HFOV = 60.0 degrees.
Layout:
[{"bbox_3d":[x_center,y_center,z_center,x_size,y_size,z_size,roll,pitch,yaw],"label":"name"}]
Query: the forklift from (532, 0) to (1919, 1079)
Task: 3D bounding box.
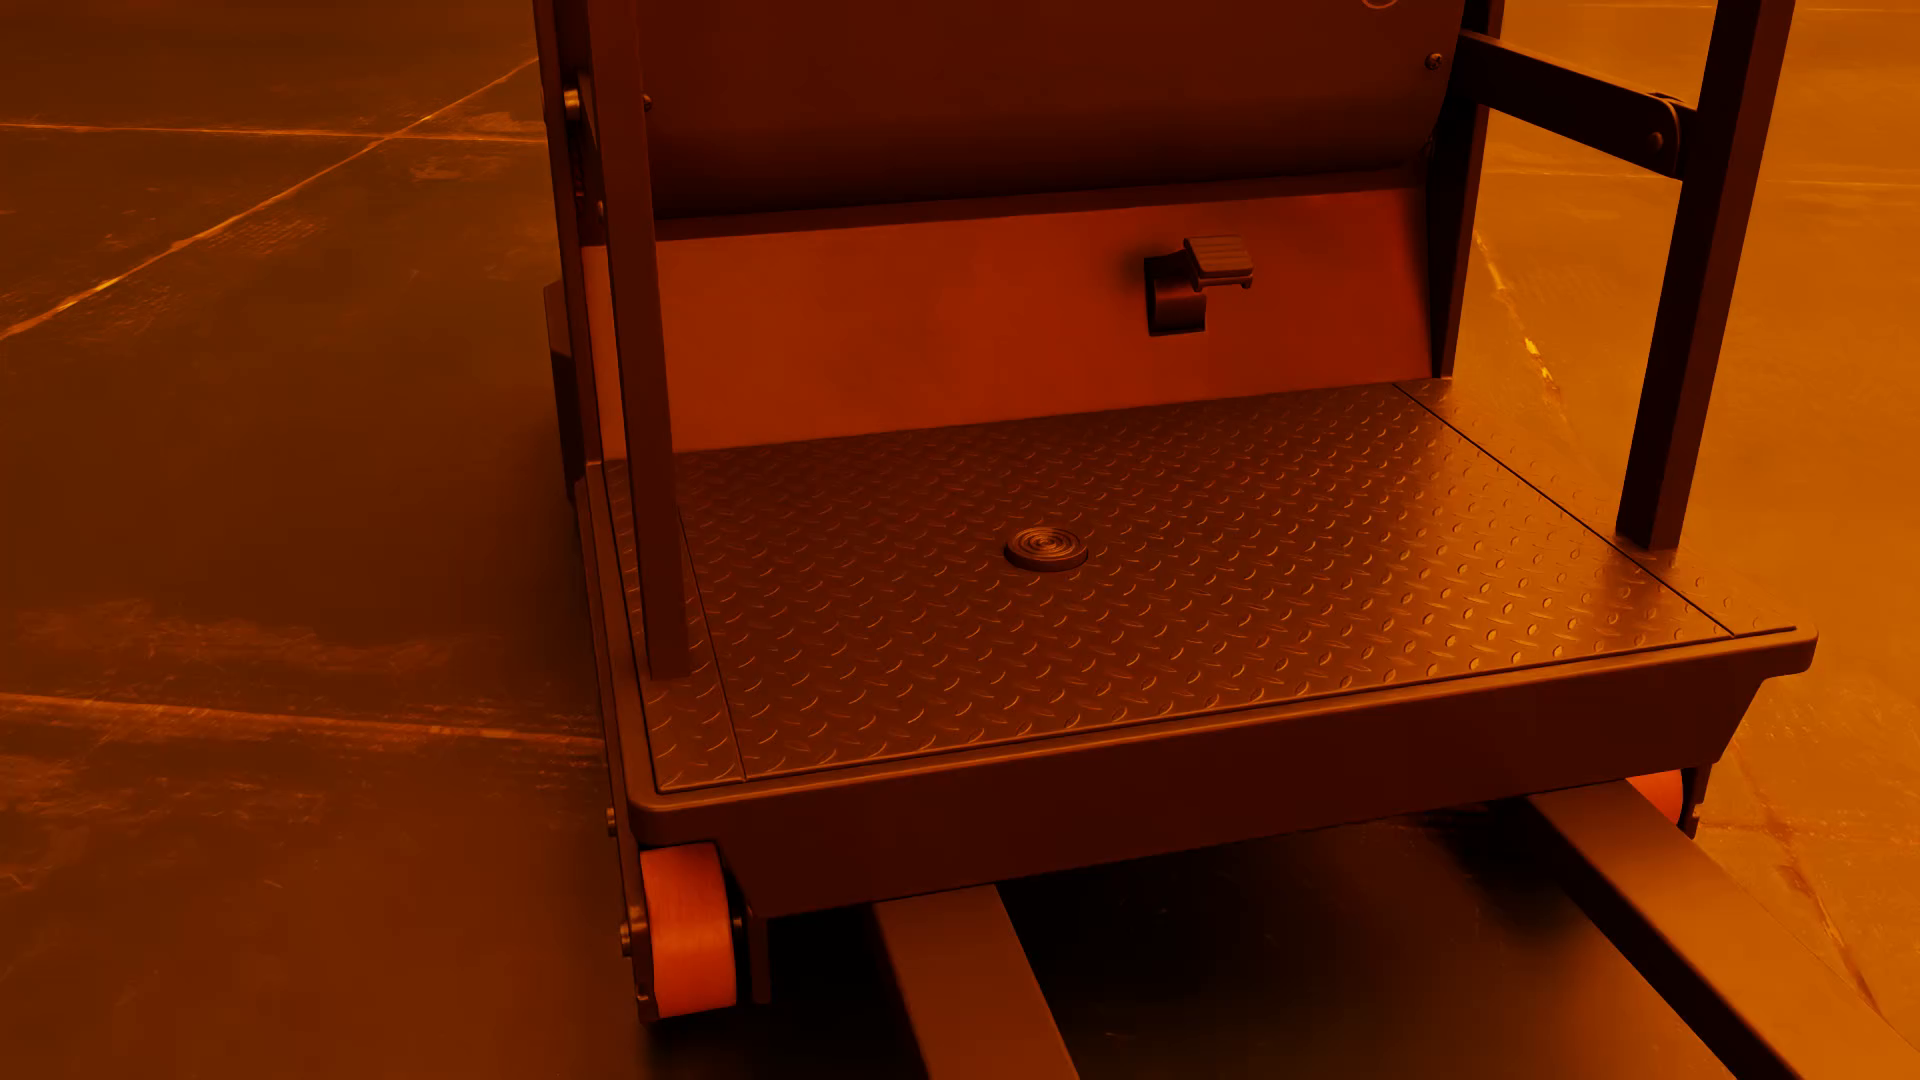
[{"bbox_3d":[0.153,-1.049,1.319,1.130,2.935,3.031,-7,27,-13],"label":"forklift"}]
